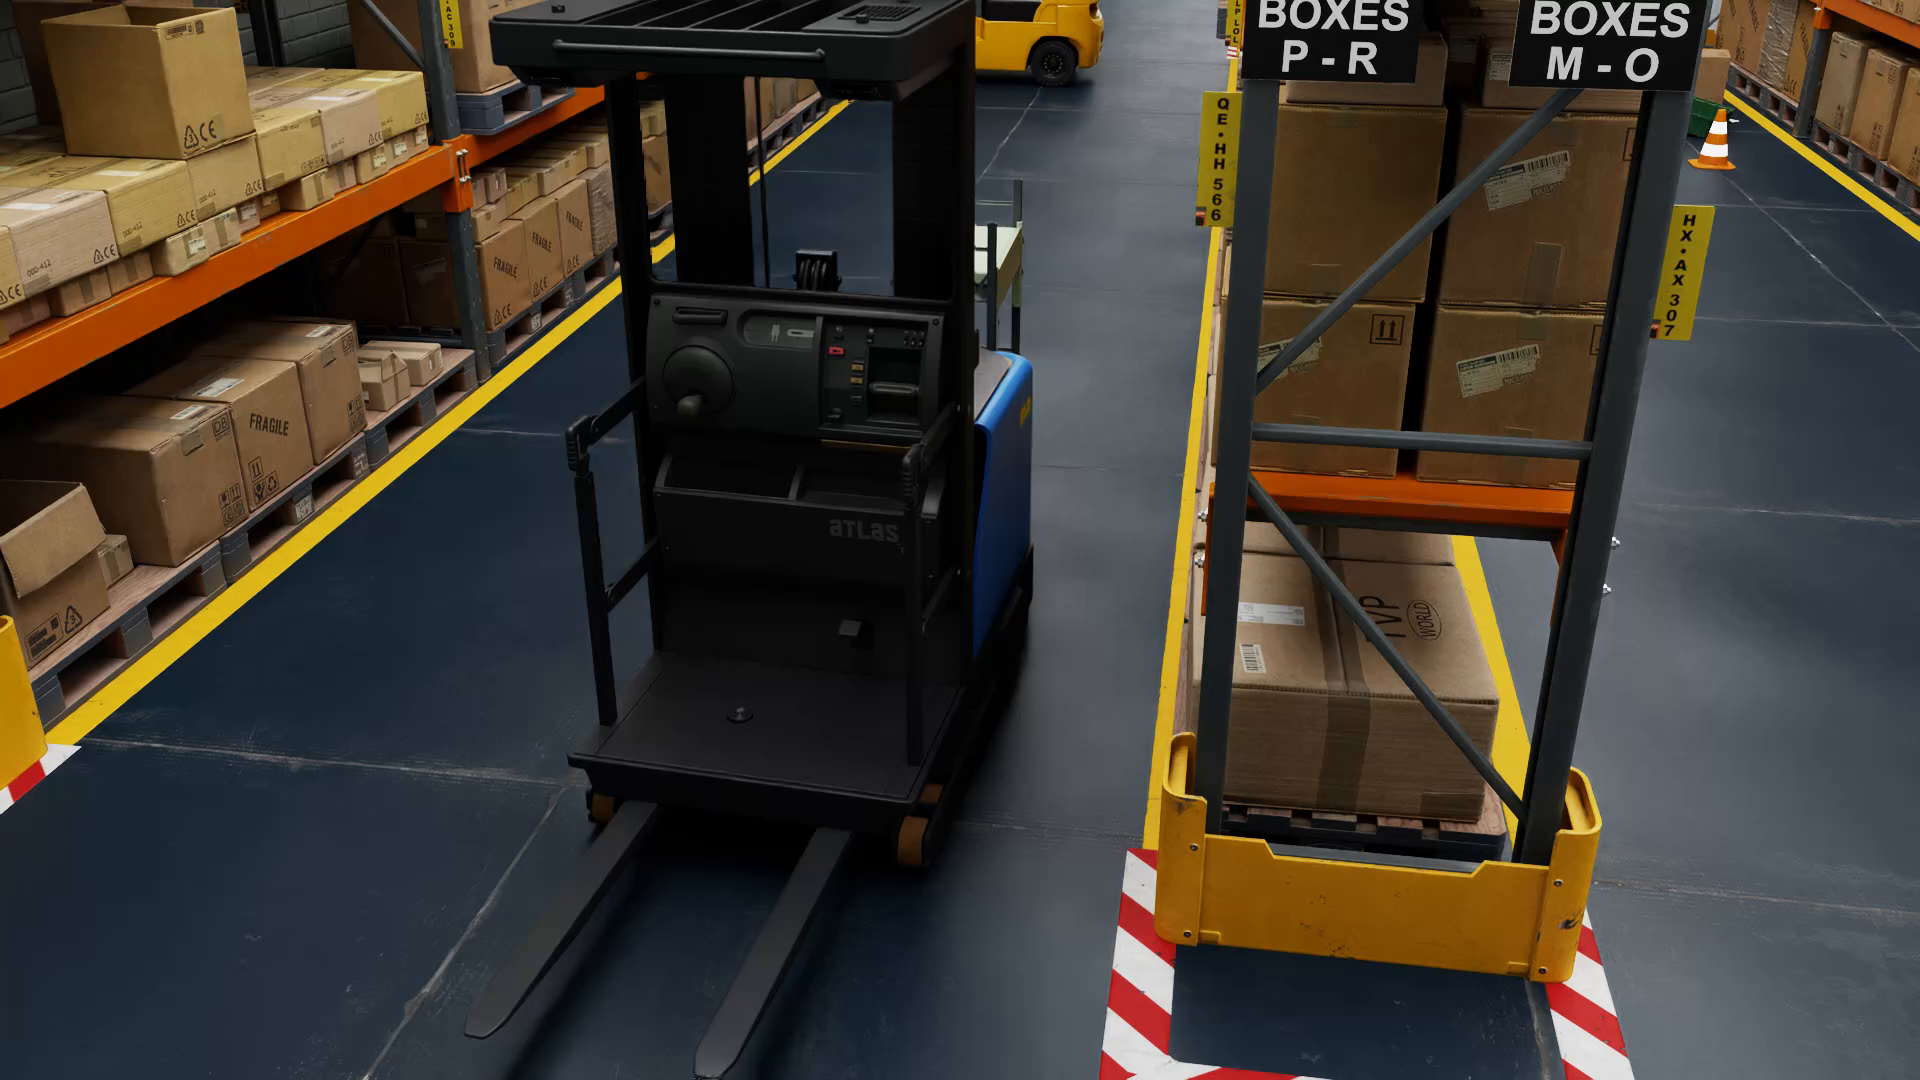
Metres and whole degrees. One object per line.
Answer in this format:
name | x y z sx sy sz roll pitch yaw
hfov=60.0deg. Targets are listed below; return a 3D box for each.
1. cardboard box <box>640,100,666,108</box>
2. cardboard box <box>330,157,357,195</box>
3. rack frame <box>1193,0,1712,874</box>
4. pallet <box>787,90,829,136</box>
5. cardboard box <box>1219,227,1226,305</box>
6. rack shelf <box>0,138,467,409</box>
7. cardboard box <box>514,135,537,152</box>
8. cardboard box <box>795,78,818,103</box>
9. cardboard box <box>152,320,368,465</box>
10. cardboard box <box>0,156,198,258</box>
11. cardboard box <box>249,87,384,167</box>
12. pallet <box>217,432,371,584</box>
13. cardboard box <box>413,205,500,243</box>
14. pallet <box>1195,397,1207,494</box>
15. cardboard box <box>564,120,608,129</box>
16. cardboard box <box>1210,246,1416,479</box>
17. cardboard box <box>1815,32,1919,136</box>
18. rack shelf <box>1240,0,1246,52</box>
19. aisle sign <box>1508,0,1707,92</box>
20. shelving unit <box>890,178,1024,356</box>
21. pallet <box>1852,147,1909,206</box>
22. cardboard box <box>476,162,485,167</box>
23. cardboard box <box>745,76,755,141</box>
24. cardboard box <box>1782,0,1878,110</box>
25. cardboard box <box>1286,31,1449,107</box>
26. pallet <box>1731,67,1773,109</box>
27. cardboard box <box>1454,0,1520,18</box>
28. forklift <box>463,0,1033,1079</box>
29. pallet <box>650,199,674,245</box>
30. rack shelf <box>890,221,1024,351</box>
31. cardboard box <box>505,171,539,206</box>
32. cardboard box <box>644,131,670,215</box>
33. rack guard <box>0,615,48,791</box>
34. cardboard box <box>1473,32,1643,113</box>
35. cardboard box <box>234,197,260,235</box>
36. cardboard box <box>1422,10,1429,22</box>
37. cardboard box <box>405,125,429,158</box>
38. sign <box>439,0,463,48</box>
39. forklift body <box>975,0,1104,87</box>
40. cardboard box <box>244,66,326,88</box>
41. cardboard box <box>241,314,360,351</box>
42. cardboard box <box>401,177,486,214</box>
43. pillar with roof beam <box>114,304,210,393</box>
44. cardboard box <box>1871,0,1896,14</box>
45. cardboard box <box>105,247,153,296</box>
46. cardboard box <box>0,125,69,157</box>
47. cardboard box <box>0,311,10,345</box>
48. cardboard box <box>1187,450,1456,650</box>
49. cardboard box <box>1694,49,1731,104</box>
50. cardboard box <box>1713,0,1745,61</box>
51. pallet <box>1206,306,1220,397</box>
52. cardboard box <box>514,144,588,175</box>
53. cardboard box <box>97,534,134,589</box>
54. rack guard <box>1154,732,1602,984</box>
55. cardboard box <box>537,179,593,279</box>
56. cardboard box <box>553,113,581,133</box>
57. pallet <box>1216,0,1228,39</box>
cardboard box | -2.258 -3.061 11.939 0.380 0.149 0.250 3 25 6
cardboard box | -2.993 -1.667 7.570 0.380 0.149 0.250 5 25 10
rack frame | 1.163 -0.245 4.235 1.000 3.000 0.127 4 25 9
pallet | -1.855 -4.033 15.616 1.003 0.211 1.213 4 25 9
cardboard box | 1.224 -1.152 6.055 0.500 0.500 0.500 5 26 10
rack shelf | -3.407 -1.098 6.906 1.077 0.370 4.000 4 25 9
cardboard box | -2.978 -2.544 10.835 0.380 0.149 0.250 4 25 9
cardboard box | -1.847 -4.502 15.635 0.875 0.625 0.625 5 26 11
cardboard box | -3.193 -0.684 7.626 0.700 0.500 0.500 3 25 7
cardboard box | -3.233 -1.248 6.205 0.500 0.250 0.500 4 25 8
cardboard box | -2.990 -1.887 7.569 0.500 0.250 0.500 4 25 9
pallet | -3.391 -0.198 7.425 1.003 0.211 1.213 4 25 9
cardboard box | -2.759 -1.744 9.125 0.380 0.149 0.250 5 26 11
pallet | 1.615 -0.342 7.733 1.003 0.211 1.213 4 25 9
cardboard box | -2.446 -2.730 11.233 0.380 0.149 0.250 5 26 10
cardboard box | 0.981 -0.510 4.684 0.500 0.500 0.500 4 25 9
cardboard box | 8.012 -3.869 14.135 1.050 0.750 0.750 4 25 8
rack shelf | 1.490 -2.114 5.539 1.077 0.370 4.000 4 25 9
aisle sign | 1.438 -1.372 3.577 0.394 0.787 0.004 4 25 9
shelving unit | 0.001 -0.682 6.938 0.431 1.500 0.755 4 25 9
pallet | 7.776 -2.861 13.112 1.003 0.211 1.213 4 25 9
cardboard box | -3.122 -2.219 10.141 0.380 0.149 0.250 5 25 10
cardboard box | -2.212 -3.582 13.670 0.875 0.625 0.625 5 26 10
cardboard box | 8.196 -4.449 15.228 0.875 0.875 0.875 4 25 9
cardboard box | 1.024 -1.201 4.215 0.380 0.149 0.250 4 25 9
pallet | 8.423 -4.525 16.667 1.003 0.211 1.213 4 25 9
cardboard box | 1.648 -1.493 4.839 0.380 0.149 0.250 3 25 7
forklift | -0.554 -0.495 4.849 1.130 2.935 3.031 6 26 12
pallet | -2.586 -2.361 12.045 1.003 0.211 1.213 4 25 9
rack shelf | 0.001 -1.036 6.773 0.431 0.370 0.720 4 25 9
cardboard box | -2.728 -2.089 9.862 0.380 0.149 0.250 4 25 8
cardboard box | -2.376 -2.591 11.700 0.500 0.500 0.500 4 25 8
rack guard | -3.722 0.513 5.565 1.175 0.500 0.348 4 25 9
cardboard box | 1.494 -1.166 4.141 0.380 0.149 0.250 5 25 10
cardboard box | -3.153 -1.352 6.896 0.380 0.149 0.250 4 25 8
cardboard box | 1.757 -1.565 5.759 0.500 0.500 0.500 4 25 9
cardboard box | -2.884 -1.996 8.272 0.380 0.149 0.250 4 25 9
sign | -2.544 -2.618 8.284 0.100 0.325 0.005 4 25 9
forklift body | 0.370 -5.975 17.479 2.313 2.155 1.214 4 25 9
cardboard box | -3.428 -2.139 8.107 0.500 0.250 0.500 4 25 8
cardboard box | -3.422 -0.973 8.466 0.500 0.311 0.500 5 26 10
cardboard box | -2.819 -1.883 9.071 0.380 0.149 0.250 4 25 8
pillar with roof beam | 0.163 -4.450 6.143 9.100 9.000 0.400 4 25 9
cardboard box | 7.507 -4.387 12.966 0.500 0.500 0.500 4 25 8
cardboard box | -3.266 -1.027 6.202 0.380 0.149 0.250 4 25 9
cardboard box | -3.664 -1.506 6.755 0.500 0.250 0.500 4 25 8
cardboard box | -3.414 -0.702 5.507 0.380 0.149 0.250 5 25 10
cardboard box | 1.314 0.059 6.113 0.875 0.438 0.875 5 25 10
cardboard box | 7.266 -4.553 16.383 0.500 0.500 0.500 8 26 18
cardboard box | 8.632 -5.576 17.635 0.875 0.875 0.875 4 25 9
pallet | 1.869 -0.983 9.101 1.003 0.211 1.213 4 25 9
cardboard box | -2.593 -2.409 10.547 0.380 0.149 0.250 4 25 9
cardboard box | -3.433 0.089 6.388 0.380 0.149 0.250 3 25 6
rack guard | 1.159 0.897 4.744 1.175 0.500 0.348 4 25 9
cardboard box | -2.616 -1.937 10.303 0.500 0.500 0.500 3 25 7
cardboard box | -2.851 -2.870 11.531 0.380 0.149 0.250 4 25 9
pallet | 2.482 -3.810 12.077 1.213 0.211 1.003 4 25 9
